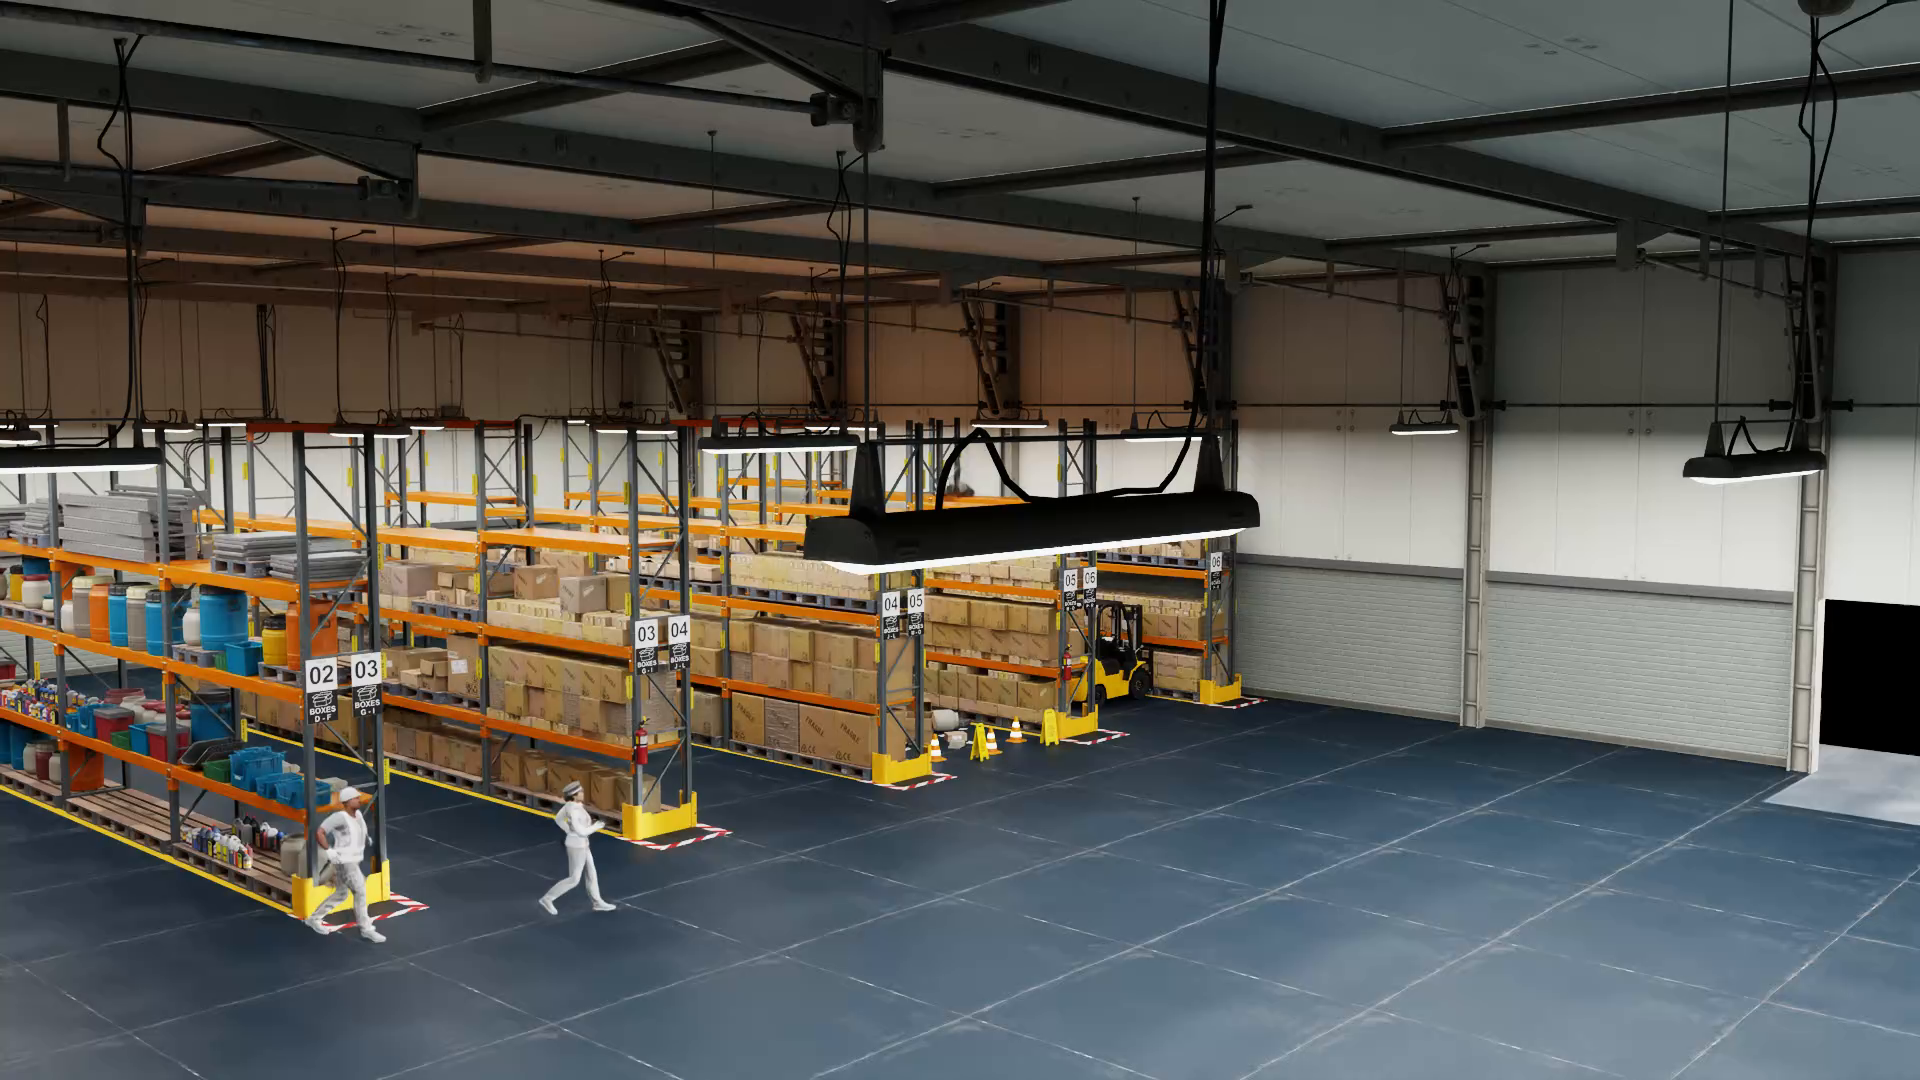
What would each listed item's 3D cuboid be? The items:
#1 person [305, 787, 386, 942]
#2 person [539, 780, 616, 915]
[{"bbox_3d":[-7.257,3.821,19.730,0.992,1.767,0.732,0,5,-2],"label":"person"},{"bbox_3d":[-4.726,3.789,20.496,0.940,1.672,0.620,-1,5,-18],"label":"person"}]
